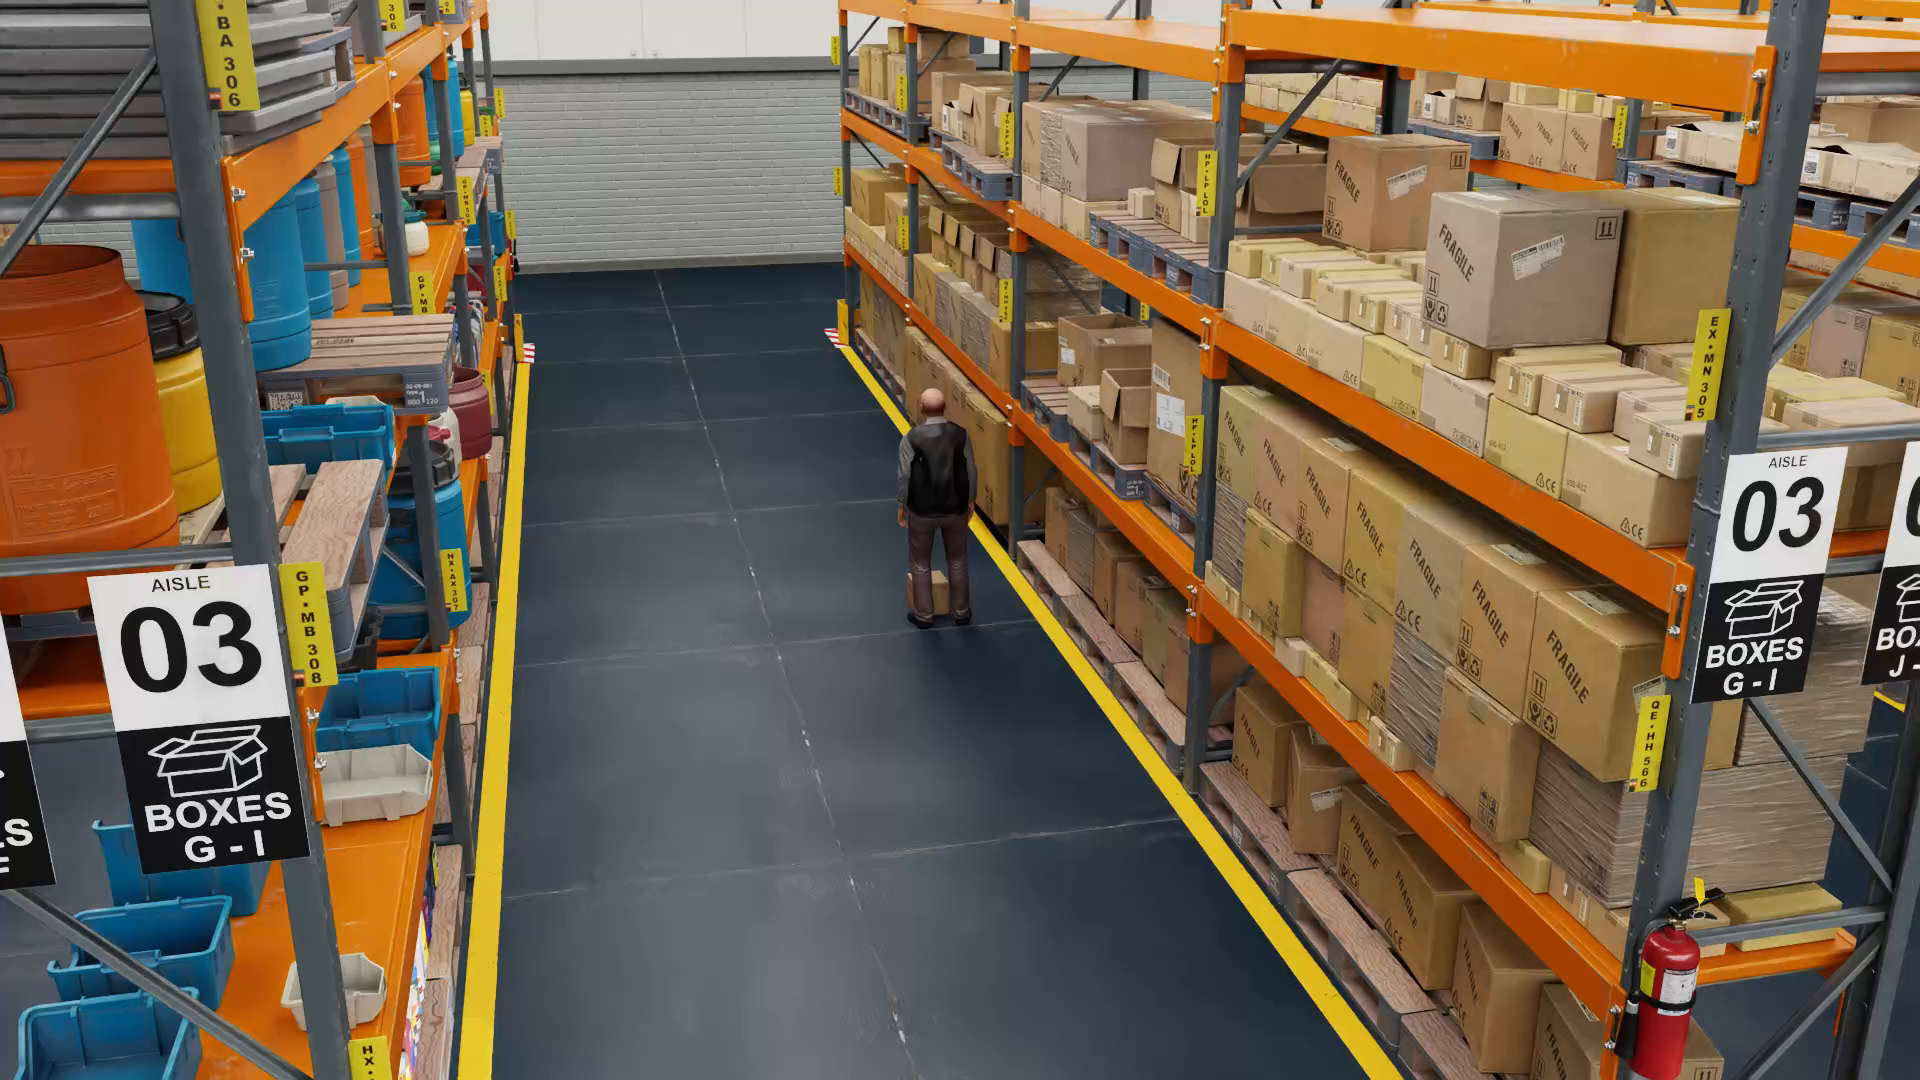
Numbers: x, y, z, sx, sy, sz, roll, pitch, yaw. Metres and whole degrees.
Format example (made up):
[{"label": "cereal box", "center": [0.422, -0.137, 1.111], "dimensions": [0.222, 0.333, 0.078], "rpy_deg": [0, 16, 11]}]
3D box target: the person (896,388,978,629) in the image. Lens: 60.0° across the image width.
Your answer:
[{"label": "person", "center": [-0.159, -0.211, 11.700], "dimensions": [0.580, 1.721, 0.418], "rpy_deg": [-4, 20, -12]}]
